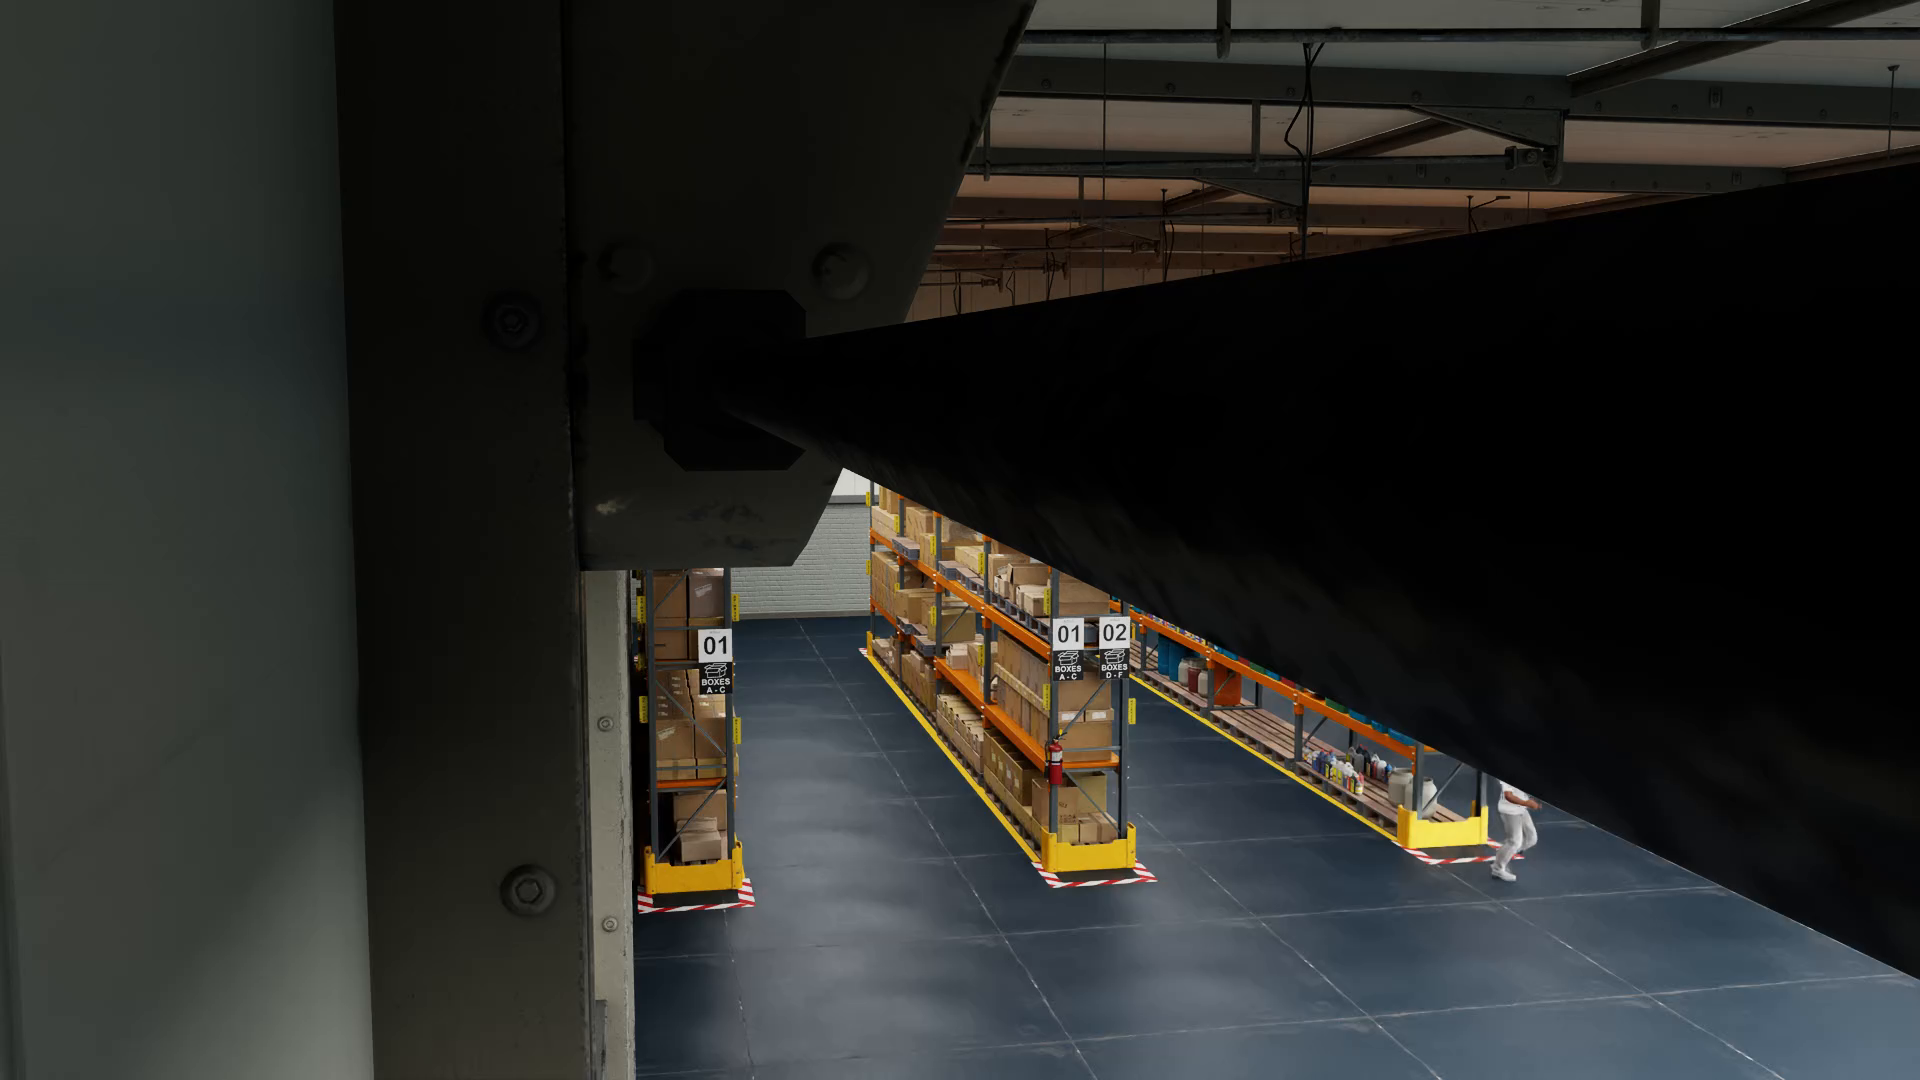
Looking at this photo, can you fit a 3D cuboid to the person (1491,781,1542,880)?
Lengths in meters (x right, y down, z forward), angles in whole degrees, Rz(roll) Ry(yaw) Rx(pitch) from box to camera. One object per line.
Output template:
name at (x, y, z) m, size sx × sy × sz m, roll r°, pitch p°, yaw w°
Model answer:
person at (6.877, 3.327, 20.480) m, size 0.599 × 1.726 × 0.726 m, roll 4°, pitch 7°, yaw 31°
